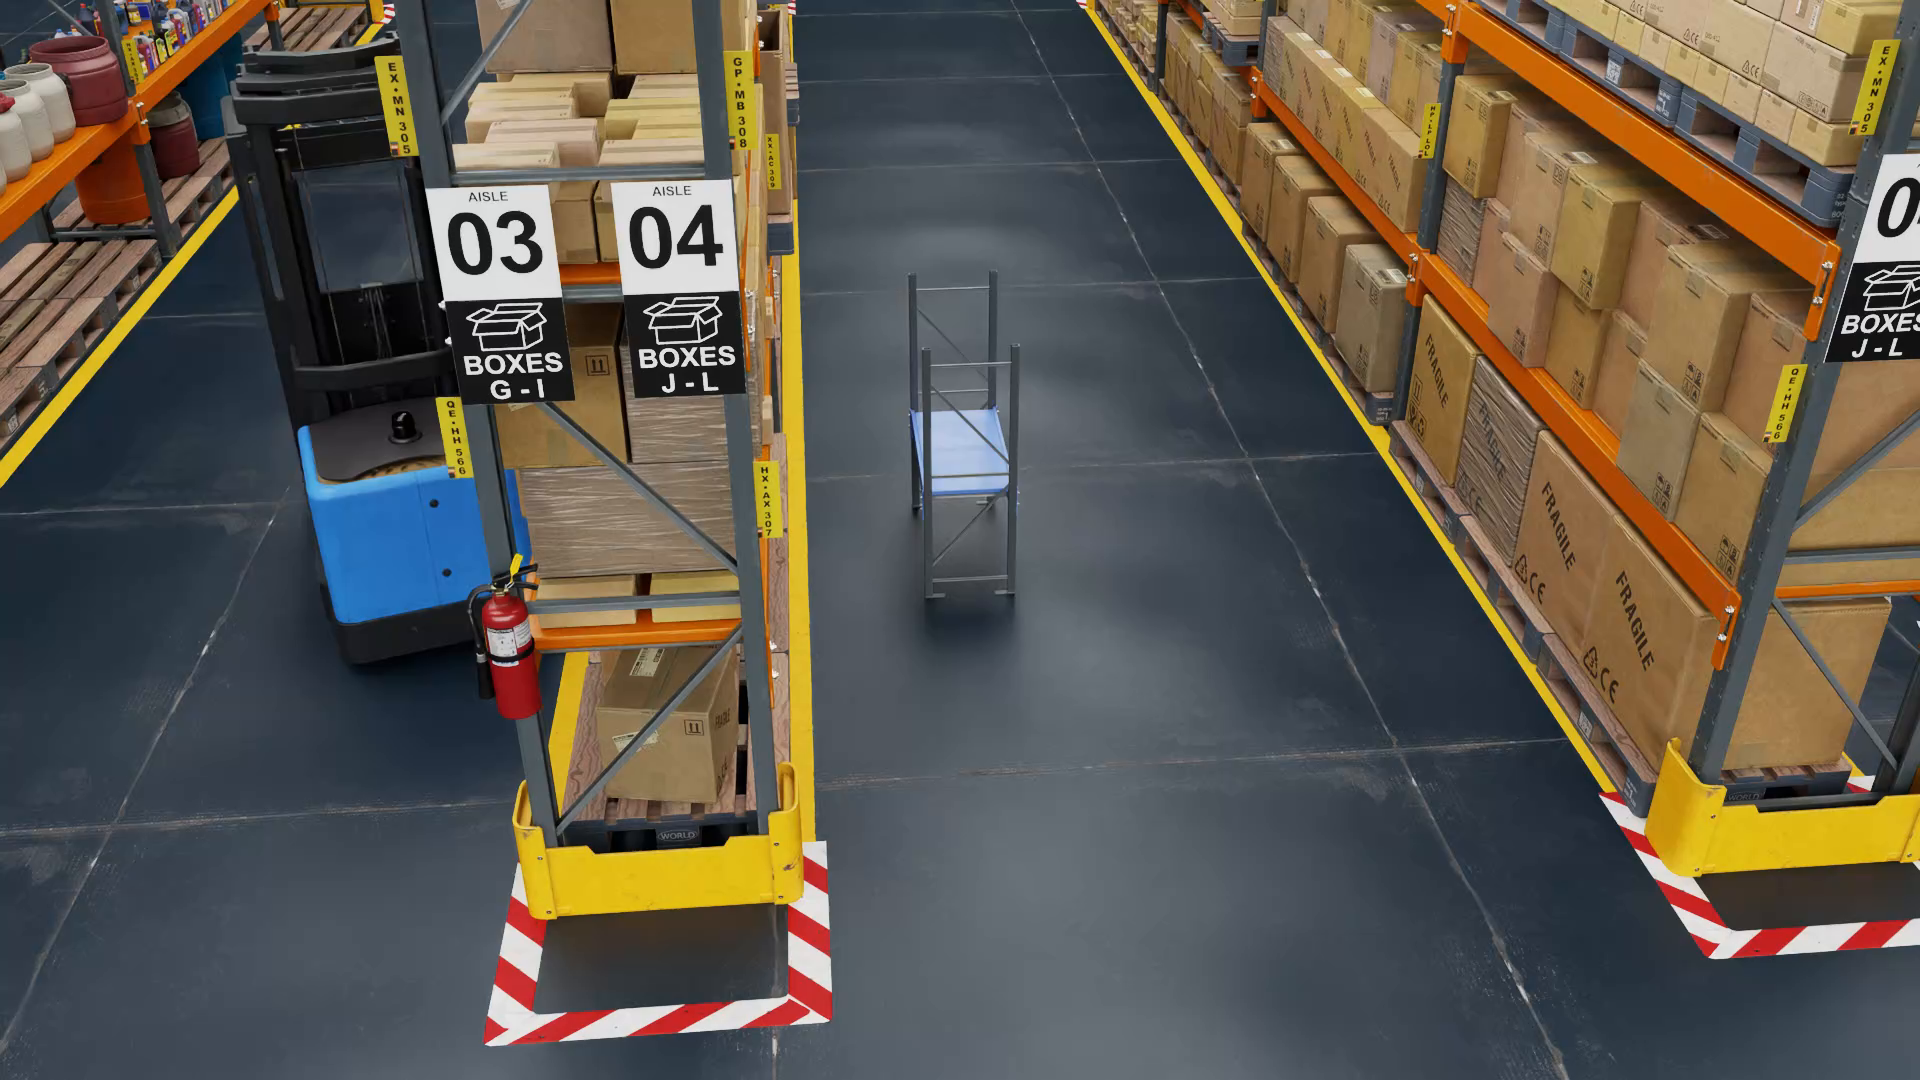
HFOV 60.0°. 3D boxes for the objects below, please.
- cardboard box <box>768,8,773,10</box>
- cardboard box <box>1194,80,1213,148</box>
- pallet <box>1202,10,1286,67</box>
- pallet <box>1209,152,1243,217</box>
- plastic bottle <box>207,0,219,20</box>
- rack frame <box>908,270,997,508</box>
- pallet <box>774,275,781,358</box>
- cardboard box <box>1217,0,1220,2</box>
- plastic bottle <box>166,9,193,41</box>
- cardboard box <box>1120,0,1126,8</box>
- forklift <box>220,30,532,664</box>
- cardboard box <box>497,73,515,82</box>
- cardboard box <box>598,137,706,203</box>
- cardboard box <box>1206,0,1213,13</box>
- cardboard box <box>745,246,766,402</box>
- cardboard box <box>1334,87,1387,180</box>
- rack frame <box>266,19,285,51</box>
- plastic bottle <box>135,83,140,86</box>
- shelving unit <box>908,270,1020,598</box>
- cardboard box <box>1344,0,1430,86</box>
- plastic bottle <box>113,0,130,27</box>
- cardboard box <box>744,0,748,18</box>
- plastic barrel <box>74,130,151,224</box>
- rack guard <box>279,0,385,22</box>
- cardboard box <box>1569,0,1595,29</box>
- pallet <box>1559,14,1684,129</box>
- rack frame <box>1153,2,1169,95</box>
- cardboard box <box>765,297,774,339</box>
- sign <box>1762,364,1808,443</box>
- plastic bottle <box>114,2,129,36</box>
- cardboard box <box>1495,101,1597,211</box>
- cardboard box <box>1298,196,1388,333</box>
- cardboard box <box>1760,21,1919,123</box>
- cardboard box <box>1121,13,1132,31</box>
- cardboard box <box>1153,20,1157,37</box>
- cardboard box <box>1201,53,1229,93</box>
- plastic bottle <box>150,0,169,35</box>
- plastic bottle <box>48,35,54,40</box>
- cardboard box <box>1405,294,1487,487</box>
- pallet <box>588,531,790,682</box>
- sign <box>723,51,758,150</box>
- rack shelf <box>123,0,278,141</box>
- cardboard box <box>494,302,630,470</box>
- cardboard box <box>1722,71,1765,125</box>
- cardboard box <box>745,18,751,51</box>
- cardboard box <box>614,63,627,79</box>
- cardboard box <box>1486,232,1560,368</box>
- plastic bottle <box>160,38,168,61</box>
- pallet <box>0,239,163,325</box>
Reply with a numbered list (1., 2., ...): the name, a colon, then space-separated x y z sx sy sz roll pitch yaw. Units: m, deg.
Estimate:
1. cardboard box: -1.784 -4.140 13.659 0.500 0.500 0.500 -2 31 -3
2. cardboard box: 2.506 -3.987 15.528 0.500 0.500 0.500 -4 31 -7
3. pallet: 2.765 -4.299 14.209 1.213 0.211 1.003 -3 31 -5
4. pallet: 2.866 -3.224 14.942 1.003 0.211 1.213 -3 31 -5
5. plastic bottle: -6.862 -4.889 15.132 0.152 0.276 0.135 -3 31 -5
6. rack frame: -0.039 -0.860 9.727 0.500 1.500 0.032 -3 31 -5
7. pallet: -1.828 -1.619 12.254 1.003 0.211 1.213 -3 31 -5
8. cardboard box: 2.384 -4.723 14.278 0.380 0.149 0.250 -2 31 -3
9. plastic bottle: -6.789 -4.490 14.463 0.152 0.276 0.135 -3 31 -5
10. cardboard box: 2.099 -6.381 19.588 0.380 0.149 0.250 -4 31 -7
11. forklift: -3.255 -1.363 9.174 1.130 2.935 3.031 -12 33 -19
12. cardboard box: -1.713 -1.938 6.901 0.380 0.149 0.250 -4 31 -7
13. cardboard box: -1.058 -1.298 5.830 0.380 0.149 0.250 -3 31 -5
14. cardboard box: 2.369 -4.710 14.546 0.380 0.149 0.250 -3 31 -5
15. cardboard box: -1.082 -0.901 6.971 0.500 0.500 0.500 -3 31 -5
16. cardboard box: 2.902 -2.793 11.403 0.500 0.500 0.500 -2 31 -4
17. rack frame: -7.315 -5.641 16.269 1.000 3.000 0.127 -3 31 -5
18. plastic bottle: -6.660 -3.782 13.278 0.152 0.276 0.135 -3 31 -5
19. shelving unit: 0.008 -0.600 9.292 0.538 1.500 1.048 -3 31 -5
20. cardboard box: 3.117 -3.484 11.585 0.700 0.500 0.500 -3 31 -5
21. plastic bottle: -7.543 -4.742 14.885 0.152 0.276 0.135 -3 31 -5
22. cardboard box: -1.223 -2.632 8.064 0.380 0.149 0.250 -4 31 -6
23. plastic barrel: -7.004 -3.096 13.716 0.600 0.830 0.708 -3 31 -5
24. rack guard: -7.704 -6.622 20.349 1.175 0.500 0.348 -3 31 -5
25. cardboard box: 3.128 -2.531 7.875 0.380 0.149 0.250 -3 31 -5
26. pallet: 3.488 -2.190 7.653 1.003 0.211 1.213 -3 31 -5
27. rack frame: 2.564 -6.064 16.978 1.000 3.000 0.127 -3 31 -5
28. cardboard box: -1.212 -1.210 9.095 0.380 0.149 0.250 -3 31 -5
29. sign: 3.144 -0.518 6.332 0.100 0.325 0.005 -3 31 -5
30. plastic bottle: -7.398 -4.587 14.630 0.097 0.271 0.097 0 31 0
31. cardboard box: 3.479 -2.043 9.046 0.875 0.550 0.550 -3 31 -5
32. cardboard box: 3.078 -2.000 11.957 1.050 0.750 0.750 -3 31 -5
33. cardboard box: 3.361 -1.749 6.176 0.500 0.250 0.500 -2 31 -4
34. cardboard box: 2.078 -5.991 19.226 0.380 0.149 0.250 -3 31 -5
35. cardboard box: 2.272 -5.445 17.732 0.380 0.149 0.250 -2 31 -3
36. cardboard box: 2.523 -4.306 15.330 0.500 0.250 0.500 -2 31 -3
37. plastic bottle: -6.939 -4.528 14.454 0.144 0.351 0.185 -3 31 -5
38. plastic bottle: -7.436 -4.007 13.658 0.097 0.271 0.097 0 31 0
39. cardboard box: 3.301 -0.924 10.034 0.875 0.875 0.875 -2 31 -4
40. pallet: -1.421 0.369 8.927 1.003 0.211 1.213 -3 31 -5
41. sign: -0.722 -1.441 5.460 0.100 0.325 0.005 -3 31 -5
42. rack shelf: -7.128 -4.311 14.744 1.077 0.370 4.000 -3 31 -5
43. cardboard box: -1.560 -0.621 6.501 0.500 0.500 0.500 -3 31 -5
44. cardboard box: 3.269 -1.754 6.575 0.380 0.149 0.250 -2 31 -4
45. cardboard box: -1.242 -2.270 7.847 0.500 0.250 0.500 -3 31 -5
46. cardboard box: -1.702 -1.983 7.365 0.500 0.250 0.500 -3 31 -5
47. cardboard box: 3.365 -1.296 8.848 0.875 0.550 0.550 -3 31 -5
48. plastic bottle: -6.699 -4.115 13.908 0.097 0.201 0.097 0 31 0
49. pallet: -6.907 -2.004 12.900 1.003 0.211 1.213 -3 31 -5
